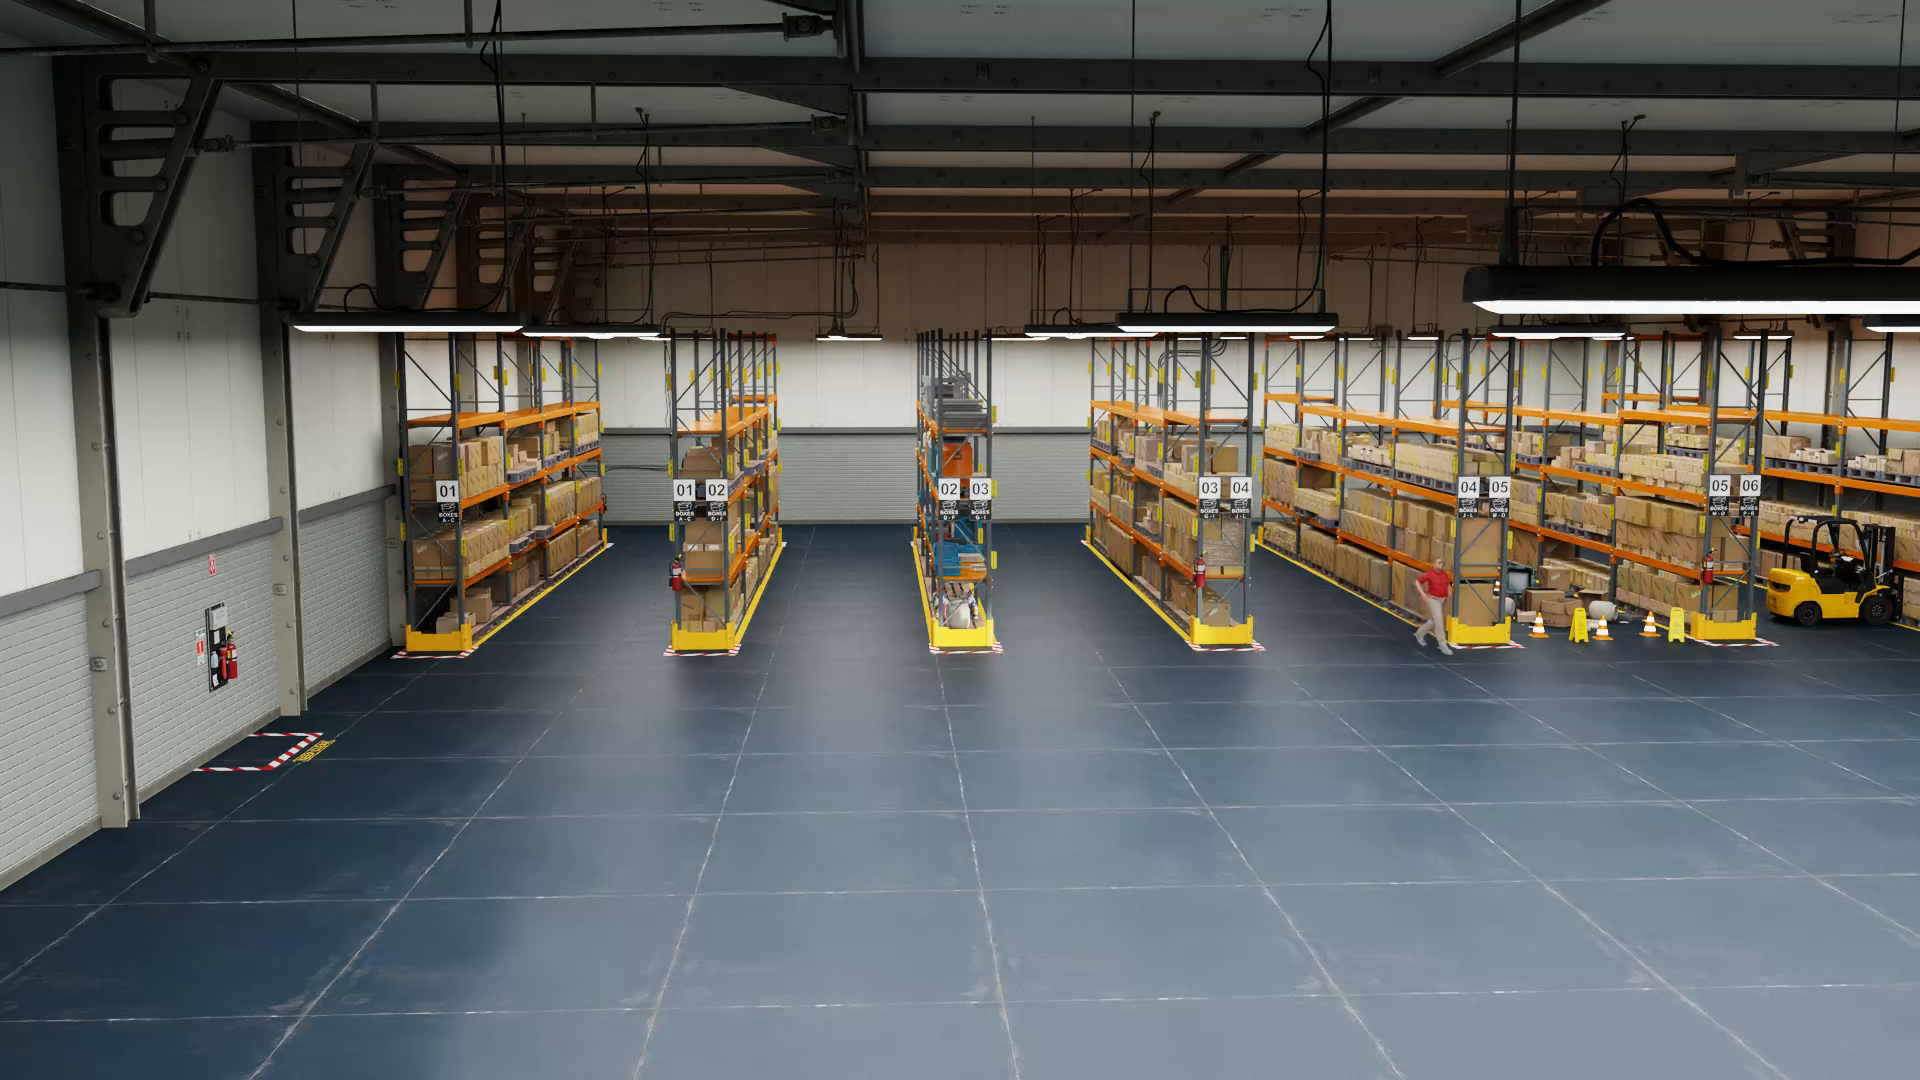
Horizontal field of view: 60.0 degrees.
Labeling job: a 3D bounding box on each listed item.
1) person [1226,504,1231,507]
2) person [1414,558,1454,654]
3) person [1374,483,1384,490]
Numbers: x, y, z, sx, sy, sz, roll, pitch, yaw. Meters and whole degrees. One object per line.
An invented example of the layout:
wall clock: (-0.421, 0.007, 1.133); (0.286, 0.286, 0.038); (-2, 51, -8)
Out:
person: (7.938, -0.791, 48.842); (0.726, 1.547, 0.657); (-2, 7, -20)
person: (8.925, 1.211, 31.137); (0.718, 1.756, 0.941); (-5, 8, -37)
person: (12.395, -0.972, 49.411); (0.638, 1.728, 0.680); (-1, 7, -5)
